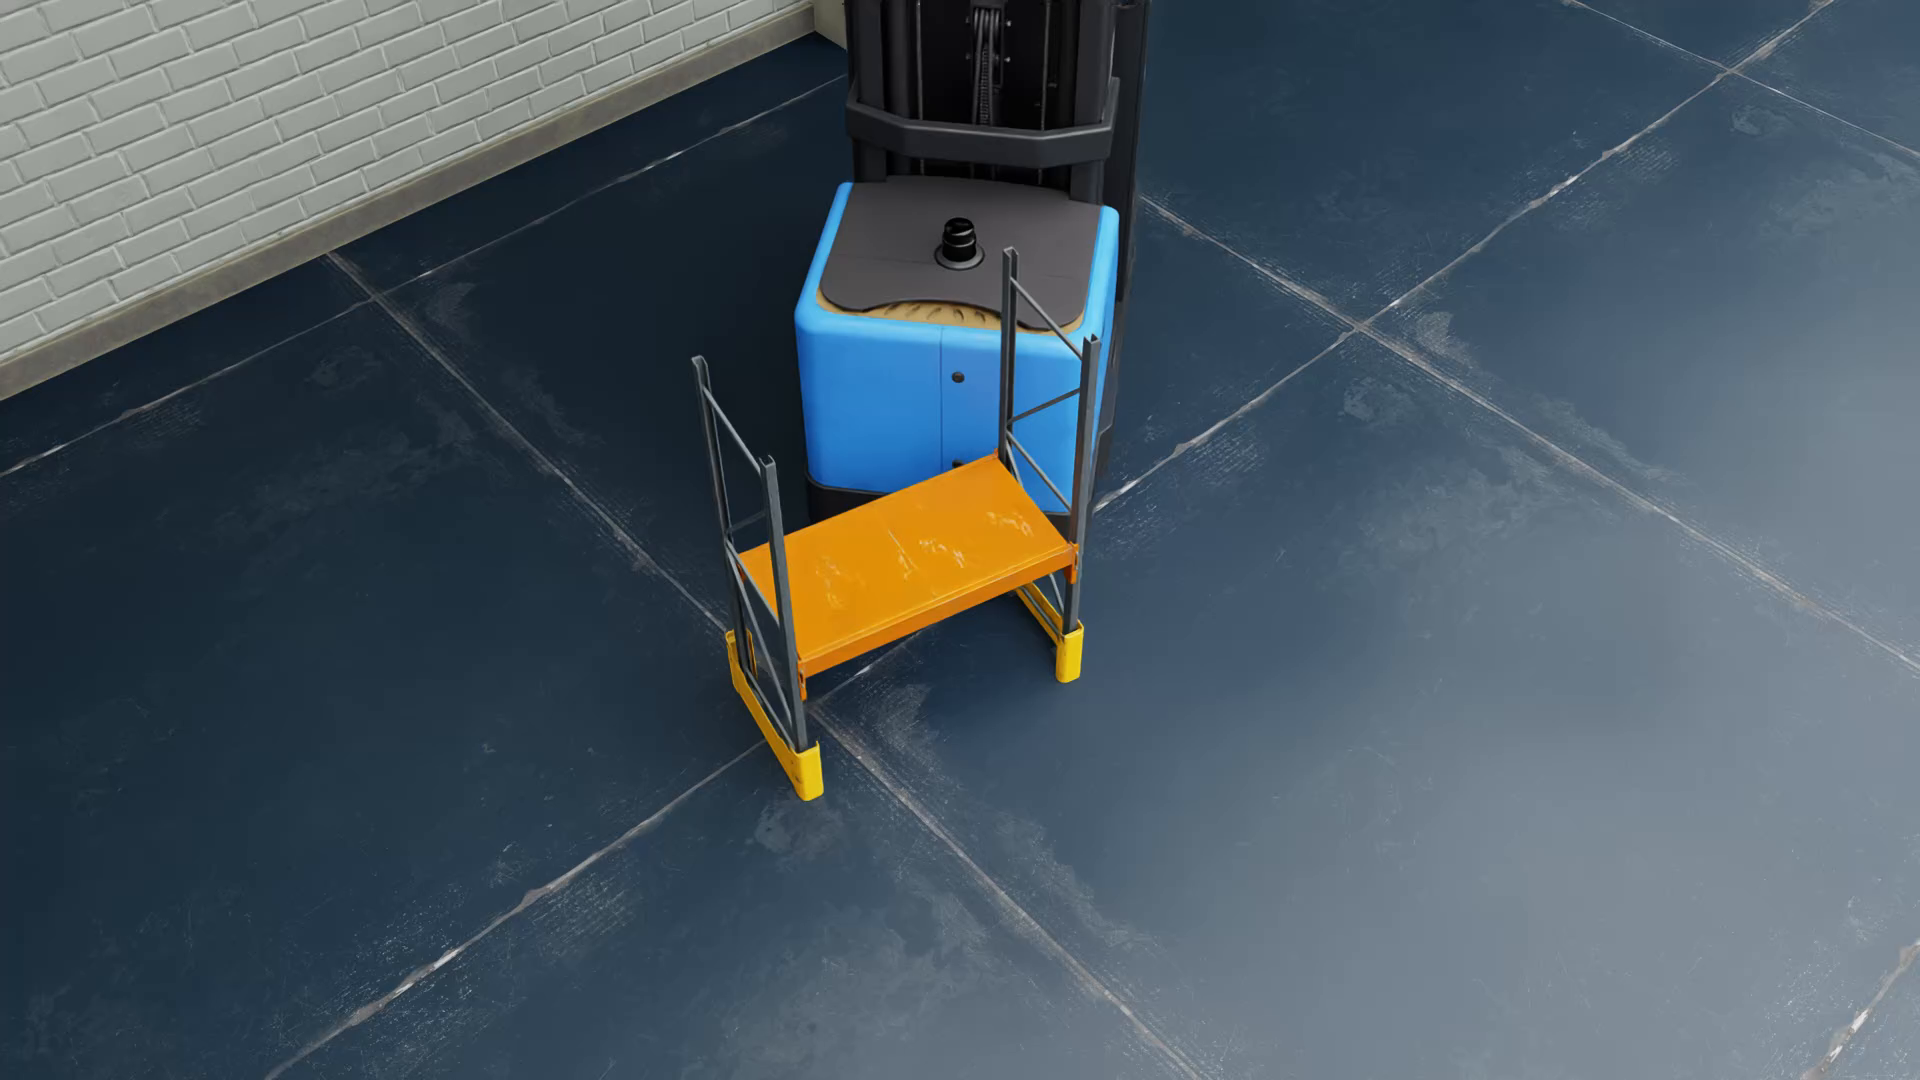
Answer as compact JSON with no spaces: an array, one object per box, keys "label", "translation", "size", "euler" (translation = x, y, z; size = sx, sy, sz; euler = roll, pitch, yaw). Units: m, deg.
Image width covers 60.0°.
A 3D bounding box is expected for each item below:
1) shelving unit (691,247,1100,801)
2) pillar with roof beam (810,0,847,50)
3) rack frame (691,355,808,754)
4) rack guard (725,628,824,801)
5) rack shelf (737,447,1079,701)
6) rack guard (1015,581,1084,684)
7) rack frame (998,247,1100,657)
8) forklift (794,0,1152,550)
[{"label":"shelving unit","translation":[-0.186,-0.027,5.255],"size":[1.083,1.500,0.587],"euler":[-22,51,-19]},{"label":"pillar with roof beam","translation":[2.363,-3.415,3.278],"size":[0.400,9.000,9.100],"euler":[-34,56,-27]},{"label":"rack frame","translation":[-0.622,0.152,5.089],"size":[0.032,1.500,0.500],"euler":[-22,51,-19]},{"label":"rack guard","translation":[-0.621,0.576,5.549],"size":[0.087,0.250,0.587],"euler":[-22,51,-19]},{"label":"rack shelf","translation":[-0.179,0.091,5.390],"size":[1.000,0.185,0.538],"euler":[-22,51,-19]},{"label":"rack guard","translation":[0.248,0.217,5.879],"size":[0.087,0.250,0.587],"euler":[-22,51,-19]},{"label":"rack frame","translation":[0.265,-0.213,5.426],"size":[0.032,1.500,0.500],"euler":[-22,51,-19]},{"label":"forklift","translation":[0.171,-2.020,6.119],"size":[1.130,2.935,3.031],"euler":[7,48,6]}]
